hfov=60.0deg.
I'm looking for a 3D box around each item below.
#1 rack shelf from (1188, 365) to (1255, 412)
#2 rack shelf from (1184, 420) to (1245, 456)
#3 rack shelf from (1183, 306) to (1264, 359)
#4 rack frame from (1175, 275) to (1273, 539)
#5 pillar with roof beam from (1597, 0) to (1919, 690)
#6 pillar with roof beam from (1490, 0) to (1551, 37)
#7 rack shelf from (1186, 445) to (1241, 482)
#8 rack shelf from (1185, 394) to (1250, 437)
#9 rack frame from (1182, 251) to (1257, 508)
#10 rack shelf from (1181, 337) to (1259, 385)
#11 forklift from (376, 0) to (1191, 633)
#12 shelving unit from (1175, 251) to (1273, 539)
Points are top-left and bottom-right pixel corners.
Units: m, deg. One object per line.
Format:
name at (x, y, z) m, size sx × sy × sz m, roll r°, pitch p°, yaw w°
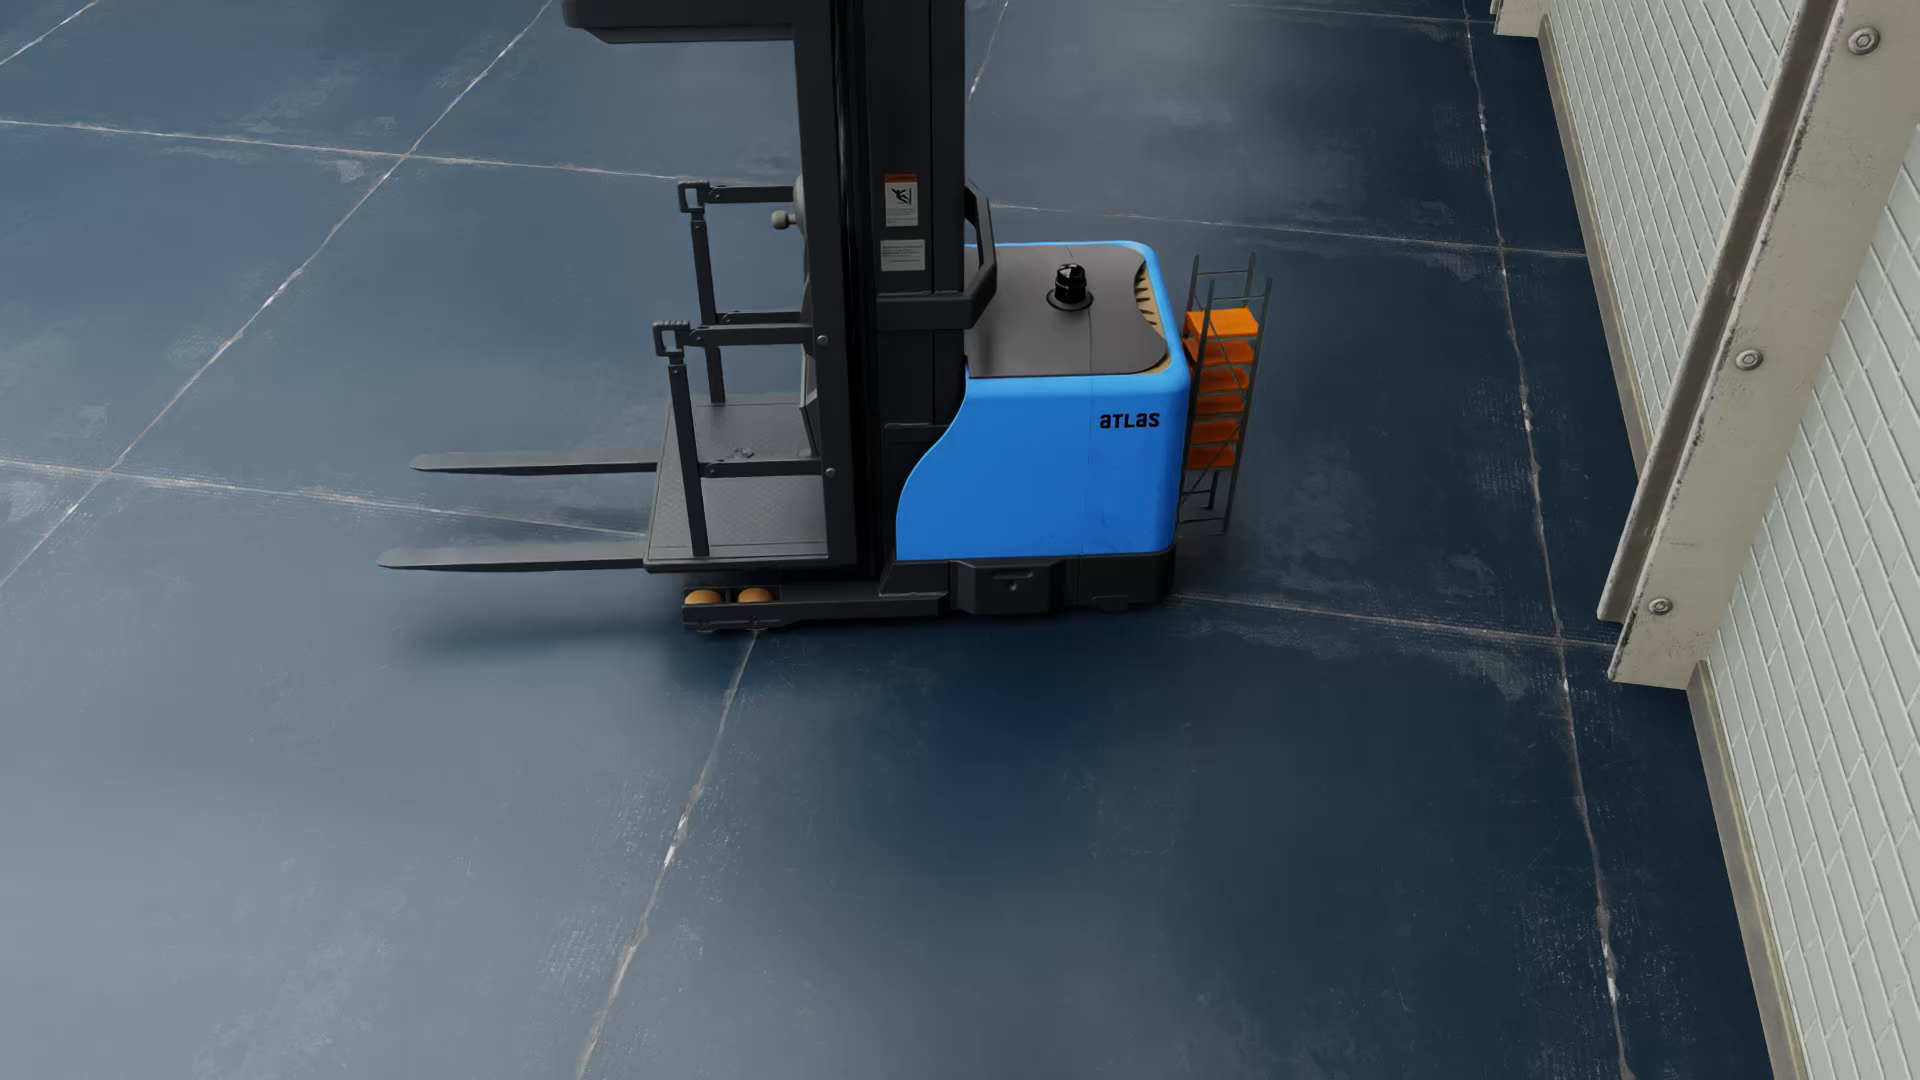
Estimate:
rack shelf at (0.978, -0.596, 6.401) m, size 0.258 × 0.103 × 0.180 m, roll -5°, pitch 40°, yaw -10°
rack shelf at (0.969, -0.409, 6.552) m, size 0.258 × 0.103 × 0.180 m, roll -5°, pitch 40°, yaw -10°
rack shelf at (0.987, -0.782, 6.251) m, size 0.258 × 0.103 × 0.180 m, roll -5°, pitch 40°, yaw -10°
rack frame at (0.993, -0.480, 6.379) m, size 0.240 × 1.200 × 0.006 m, roll -5°, pitch 40°, yaw -10°
pillar with roof beam at (-1.663, -3.533, 3.960) m, size 9.100 × 9.000 × 0.400 m, roll 6°, pitch 40°, yaw 8°
pillar with roof beam at (-0.624, -7.298, 8.515) m, size 9.100 × 9.000 × 0.400 m, roll 6°, pitch 40°, yaw 8°
rack shelf at (0.964, -0.316, 6.627) m, size 0.258 × 0.103 × 0.180 m, roll -5°, pitch 40°, yaw -10°
rack shelf at (0.973, -0.502, 6.477) m, size 0.258 × 0.103 × 0.180 m, roll -5°, pitch 40°, yaw -10°
rack frame at (0.958, -0.594, 6.518) m, size 0.240 × 1.200 × 0.006 m, roll -5°, pitch 40°, yaw -10°
rack shelf at (0.983, -0.689, 6.326) m, size 0.258 × 0.103 × 0.180 m, roll -5°, pitch 40°, yaw -10°
forklift at (-0.712, -1.124, 5.810) m, size 3.031 × 2.935 × 1.130 m, roll -2°, pitch 40°, yaw -2°
shelving unit at (0.975, -0.537, 6.449) m, size 0.258 × 1.200 × 0.189 m, roll -5°, pitch 40°, yaw -10°
